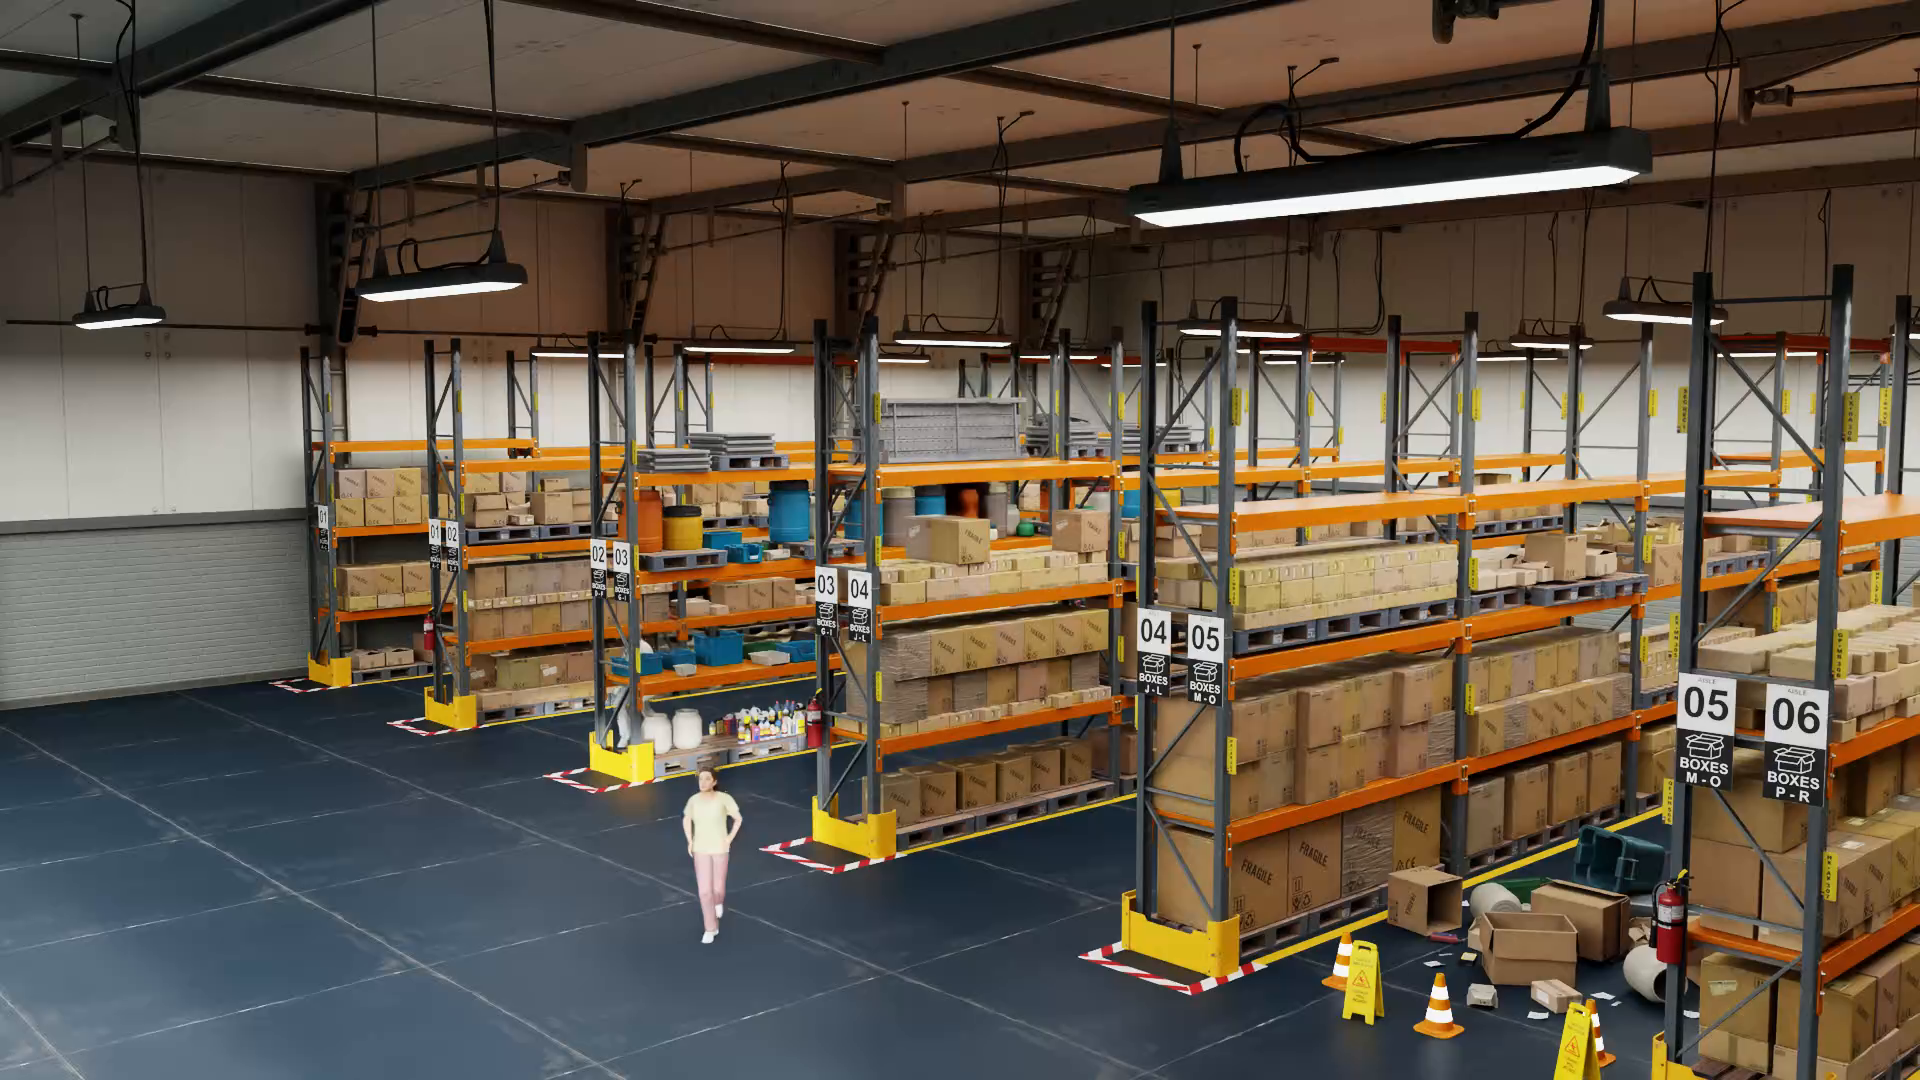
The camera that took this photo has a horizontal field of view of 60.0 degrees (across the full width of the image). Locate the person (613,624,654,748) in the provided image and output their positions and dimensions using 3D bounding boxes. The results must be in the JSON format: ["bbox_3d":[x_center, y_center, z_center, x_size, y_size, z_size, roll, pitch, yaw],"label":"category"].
[{"bbox_3d":[-4.751,2.141,24.375,0.667,1.843,0.822,4,6,35],"label":"person"}]

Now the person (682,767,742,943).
[{"bbox_3d":[-2.371,2.966,15.846,0.577,1.644,0.547,0,5,3],"label":"person"}]
